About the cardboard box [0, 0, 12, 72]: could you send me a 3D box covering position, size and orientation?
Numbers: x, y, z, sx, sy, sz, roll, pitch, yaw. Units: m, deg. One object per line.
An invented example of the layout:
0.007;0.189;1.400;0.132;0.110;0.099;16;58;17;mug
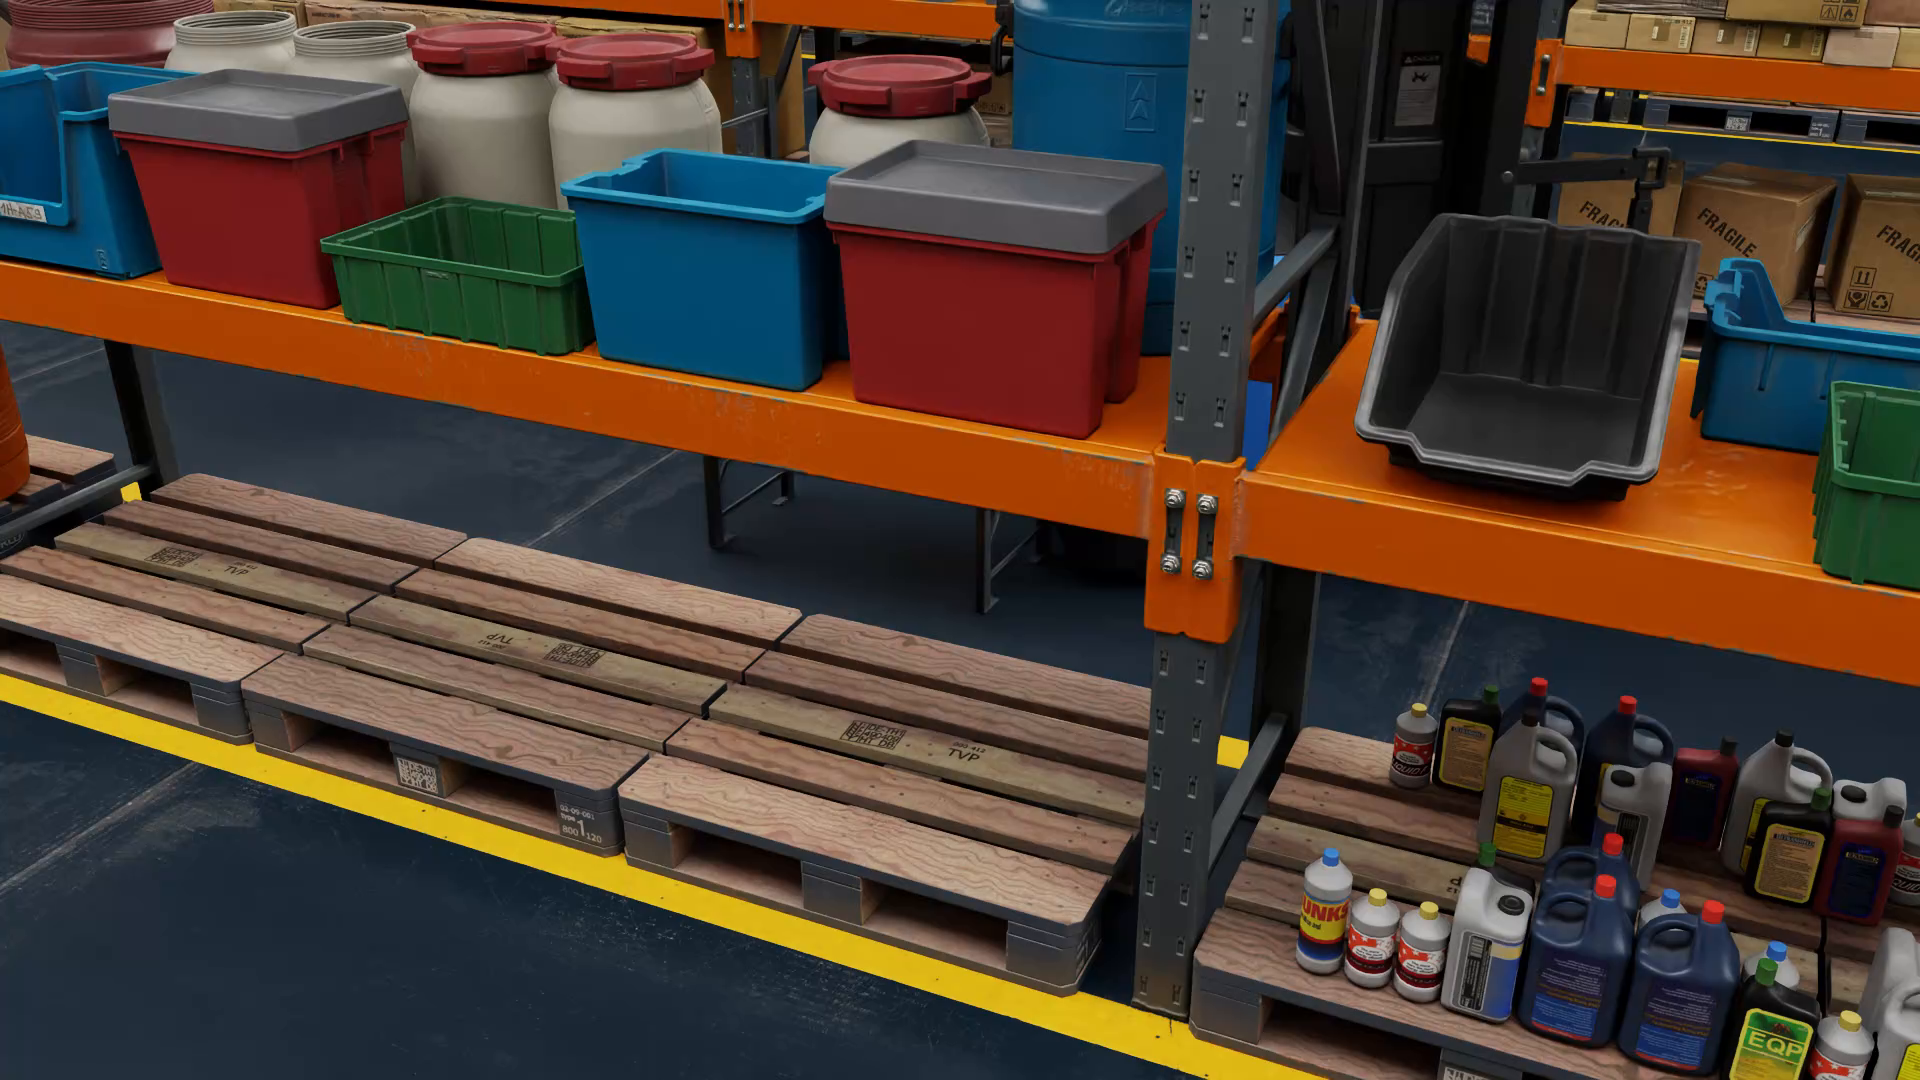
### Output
-5.978;-3.515;11.424;0.875;0.875;0.875;11;28;22;cardboard box

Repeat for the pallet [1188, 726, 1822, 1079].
1.236;0.882;3.720;1.213;0.211;1.003;11;28;22;pallet

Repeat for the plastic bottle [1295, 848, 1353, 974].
0.750;0.753;3.416;0.097;0.271;0.097;0;26;0;plastic bottle

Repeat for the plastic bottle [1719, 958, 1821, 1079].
1.509;0.909;3.086;0.133;0.283;0.061;13;29;24;plastic bottle

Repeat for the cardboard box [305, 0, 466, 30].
-3.186;-2.926;10.227;0.875;0.875;1.225;10;28;20;cardboard box

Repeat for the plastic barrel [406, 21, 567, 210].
-1.200;-1.046;4.325;0.433;0.535;0.433;0;26;0;plastic barrel

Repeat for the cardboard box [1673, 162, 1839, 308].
3.564;-1.376;7.504;0.500;0.500;0.500;22;34;38;cardboard box

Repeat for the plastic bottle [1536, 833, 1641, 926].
1.264;0.739;3.354;0.185;0.351;0.144;11;28;22;plastic bottle

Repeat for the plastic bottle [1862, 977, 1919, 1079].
1.763;0.909;3.008;0.185;0.351;0.144;11;28;21;plastic bottle

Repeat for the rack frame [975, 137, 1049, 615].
0.176;-0.537;5.143;0.032;1.500;0.500;13;29;24;rack frame

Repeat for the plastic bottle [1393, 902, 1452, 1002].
0.935;0.821;3.356;0.097;0.201;0.097;0;26;0;plastic bottle

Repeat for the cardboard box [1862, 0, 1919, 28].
4.013;-2.415;6.809;0.500;0.500;0.875;11;28;22;cardboard box

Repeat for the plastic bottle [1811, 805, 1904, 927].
1.918;0.683;3.544;0.133;0.283;0.061;11;28;22;plastic bottle

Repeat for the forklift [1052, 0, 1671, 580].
1.779;-1.494;5.467;3.031;2.935;1.130;-5;27;-10;forklift

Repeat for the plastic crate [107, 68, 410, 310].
-1.655;-0.850;4.008;0.583;0.464;0.402;11;28;22;plastic crate

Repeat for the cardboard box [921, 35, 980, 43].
0.017;-4.386;13.617;0.500;0.500;0.500;13;29;24;cardboard box

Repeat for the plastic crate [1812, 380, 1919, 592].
1.760;-0.052;2.699;0.662;0.188;0.450;11;28;22;plastic crate

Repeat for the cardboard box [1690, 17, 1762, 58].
3.224;-2.142;6.988;0.250;0.149;0.380;11;28;22;cardboard box

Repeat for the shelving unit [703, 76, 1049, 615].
-0.277;-0.639;5.349;1.048;1.500;0.538;13;29;24;shelving unit

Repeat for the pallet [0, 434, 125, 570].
-3.735;-0.116;5.747;1.213;0.211;1.003;11;28;22;pallet

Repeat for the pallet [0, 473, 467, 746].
-2.311;0.168;5.169;1.213;0.211;1.003;11;28;22;pallet

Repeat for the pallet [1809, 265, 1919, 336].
4.432;-0.918;7.376;1.213;0.211;1.003;11;28;22;pallet

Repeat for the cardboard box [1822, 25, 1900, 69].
3.666;-2.037;6.777;0.250;0.149;0.380;11;28;22;cardboard box

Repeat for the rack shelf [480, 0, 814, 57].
-2.770;-3.274;9.819;4.000;0.370;1.077;11;28;22;rack shelf

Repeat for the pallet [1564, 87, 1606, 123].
4.103;-3.336;12.286;1.213;0.211;1.003;11;28;22;pallet

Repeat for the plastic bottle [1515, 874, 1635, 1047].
1.204;0.797;3.236;0.185;0.351;0.144;12;29;23;plastic bottle

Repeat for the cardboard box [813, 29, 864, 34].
-0.918;-4.577;14.006;0.500;0.500;0.500;12;29;23;cardboard box

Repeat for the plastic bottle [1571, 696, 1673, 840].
1.522;0.519;3.800;0.185;0.351;0.144;10;28;19;plastic bottle

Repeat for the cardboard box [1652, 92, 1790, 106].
5.380;-3.568;11.531;0.875;0.875;0.875;12;29;23;cardboard box

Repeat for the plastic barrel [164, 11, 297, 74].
-1.975;-1.188;4.640;0.421;0.512;0.421;0;26;0;plastic barrel

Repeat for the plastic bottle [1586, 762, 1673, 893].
1.483;0.617;3.686;0.135;0.276;0.152;11;28;22;plastic bottle

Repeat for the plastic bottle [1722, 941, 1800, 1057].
1.526;0.879;3.160;0.097;0.271;0.097;0;26;0;plastic bottle

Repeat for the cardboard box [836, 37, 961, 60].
-0.327;-2.533;8.983;0.500;0.250;0.500;13;29;24;cardboard box

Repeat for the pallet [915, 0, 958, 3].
-0.257;-3.058;8.782;1.003;0.211;1.213;11;28;22;pallet

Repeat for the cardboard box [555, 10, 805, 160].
-1.569;-2.601;9.567;0.875;0.875;1.225;10;28;19;cardboard box

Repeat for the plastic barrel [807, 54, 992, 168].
-0.139;-0.833;3.891;0.433;0.535;0.433;0;26;0;plastic barrel

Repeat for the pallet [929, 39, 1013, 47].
0.485;-4.100;13.838;1.213;0.211;1.003;11;28;22;pallet

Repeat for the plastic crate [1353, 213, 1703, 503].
1.065;-0.334;3.103;0.504;0.338;0.767;11;28;22;plastic crate

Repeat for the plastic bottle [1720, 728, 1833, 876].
1.816;0.578;3.680;0.185;0.351;0.144;11;28;21;plastic bottle

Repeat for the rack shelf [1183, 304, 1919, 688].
2.462;0.180;2.803;4.000;0.370;1.077;11;28;22;rack shelf

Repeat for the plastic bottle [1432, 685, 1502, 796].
1.216;0.468;3.981;0.133;0.283;0.061;13;29;24;plastic bottle

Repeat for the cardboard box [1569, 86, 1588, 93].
4.234;-3.732;12.007;0.750;0.750;1.050;11;28;22;cardboard box

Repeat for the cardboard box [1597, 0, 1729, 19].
3.076;-2.571;7.127;0.500;0.500;0.875;11;28;22;cardboard box

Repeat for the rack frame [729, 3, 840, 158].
-0.950;-3.231;8.918;0.127;3.000;1.000;11;28;22;rack frame

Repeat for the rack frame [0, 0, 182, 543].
-3.000;-1.240;4.873;0.127;3.000;1.000;11;28;22;rack frame

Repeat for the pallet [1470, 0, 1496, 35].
2.056;-2.612;7.877;1.213;0.211;1.003;11;28;22;pallet

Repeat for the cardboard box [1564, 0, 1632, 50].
2.763;-2.227;7.162;0.250;0.149;0.380;11;28;22;cardboard box

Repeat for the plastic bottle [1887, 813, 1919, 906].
2.081;0.687;3.628;0.097;0.201;0.097;0;26;0;plastic bottle

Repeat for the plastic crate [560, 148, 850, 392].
-0.492;-0.578;3.546;0.575;0.384;0.392;11;28;22;plastic crate

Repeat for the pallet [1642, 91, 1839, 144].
5.497;-3.054;11.715;1.213;0.211;1.003;11;28;22;pallet

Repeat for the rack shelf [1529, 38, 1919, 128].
4.512;-1.812;6.848;4.000;0.370;1.077;11;28;22;rack shelf

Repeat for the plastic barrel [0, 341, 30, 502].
-3.452;-0.537;5.427;0.708;0.830;0.600;11;28;22;plastic barrel
